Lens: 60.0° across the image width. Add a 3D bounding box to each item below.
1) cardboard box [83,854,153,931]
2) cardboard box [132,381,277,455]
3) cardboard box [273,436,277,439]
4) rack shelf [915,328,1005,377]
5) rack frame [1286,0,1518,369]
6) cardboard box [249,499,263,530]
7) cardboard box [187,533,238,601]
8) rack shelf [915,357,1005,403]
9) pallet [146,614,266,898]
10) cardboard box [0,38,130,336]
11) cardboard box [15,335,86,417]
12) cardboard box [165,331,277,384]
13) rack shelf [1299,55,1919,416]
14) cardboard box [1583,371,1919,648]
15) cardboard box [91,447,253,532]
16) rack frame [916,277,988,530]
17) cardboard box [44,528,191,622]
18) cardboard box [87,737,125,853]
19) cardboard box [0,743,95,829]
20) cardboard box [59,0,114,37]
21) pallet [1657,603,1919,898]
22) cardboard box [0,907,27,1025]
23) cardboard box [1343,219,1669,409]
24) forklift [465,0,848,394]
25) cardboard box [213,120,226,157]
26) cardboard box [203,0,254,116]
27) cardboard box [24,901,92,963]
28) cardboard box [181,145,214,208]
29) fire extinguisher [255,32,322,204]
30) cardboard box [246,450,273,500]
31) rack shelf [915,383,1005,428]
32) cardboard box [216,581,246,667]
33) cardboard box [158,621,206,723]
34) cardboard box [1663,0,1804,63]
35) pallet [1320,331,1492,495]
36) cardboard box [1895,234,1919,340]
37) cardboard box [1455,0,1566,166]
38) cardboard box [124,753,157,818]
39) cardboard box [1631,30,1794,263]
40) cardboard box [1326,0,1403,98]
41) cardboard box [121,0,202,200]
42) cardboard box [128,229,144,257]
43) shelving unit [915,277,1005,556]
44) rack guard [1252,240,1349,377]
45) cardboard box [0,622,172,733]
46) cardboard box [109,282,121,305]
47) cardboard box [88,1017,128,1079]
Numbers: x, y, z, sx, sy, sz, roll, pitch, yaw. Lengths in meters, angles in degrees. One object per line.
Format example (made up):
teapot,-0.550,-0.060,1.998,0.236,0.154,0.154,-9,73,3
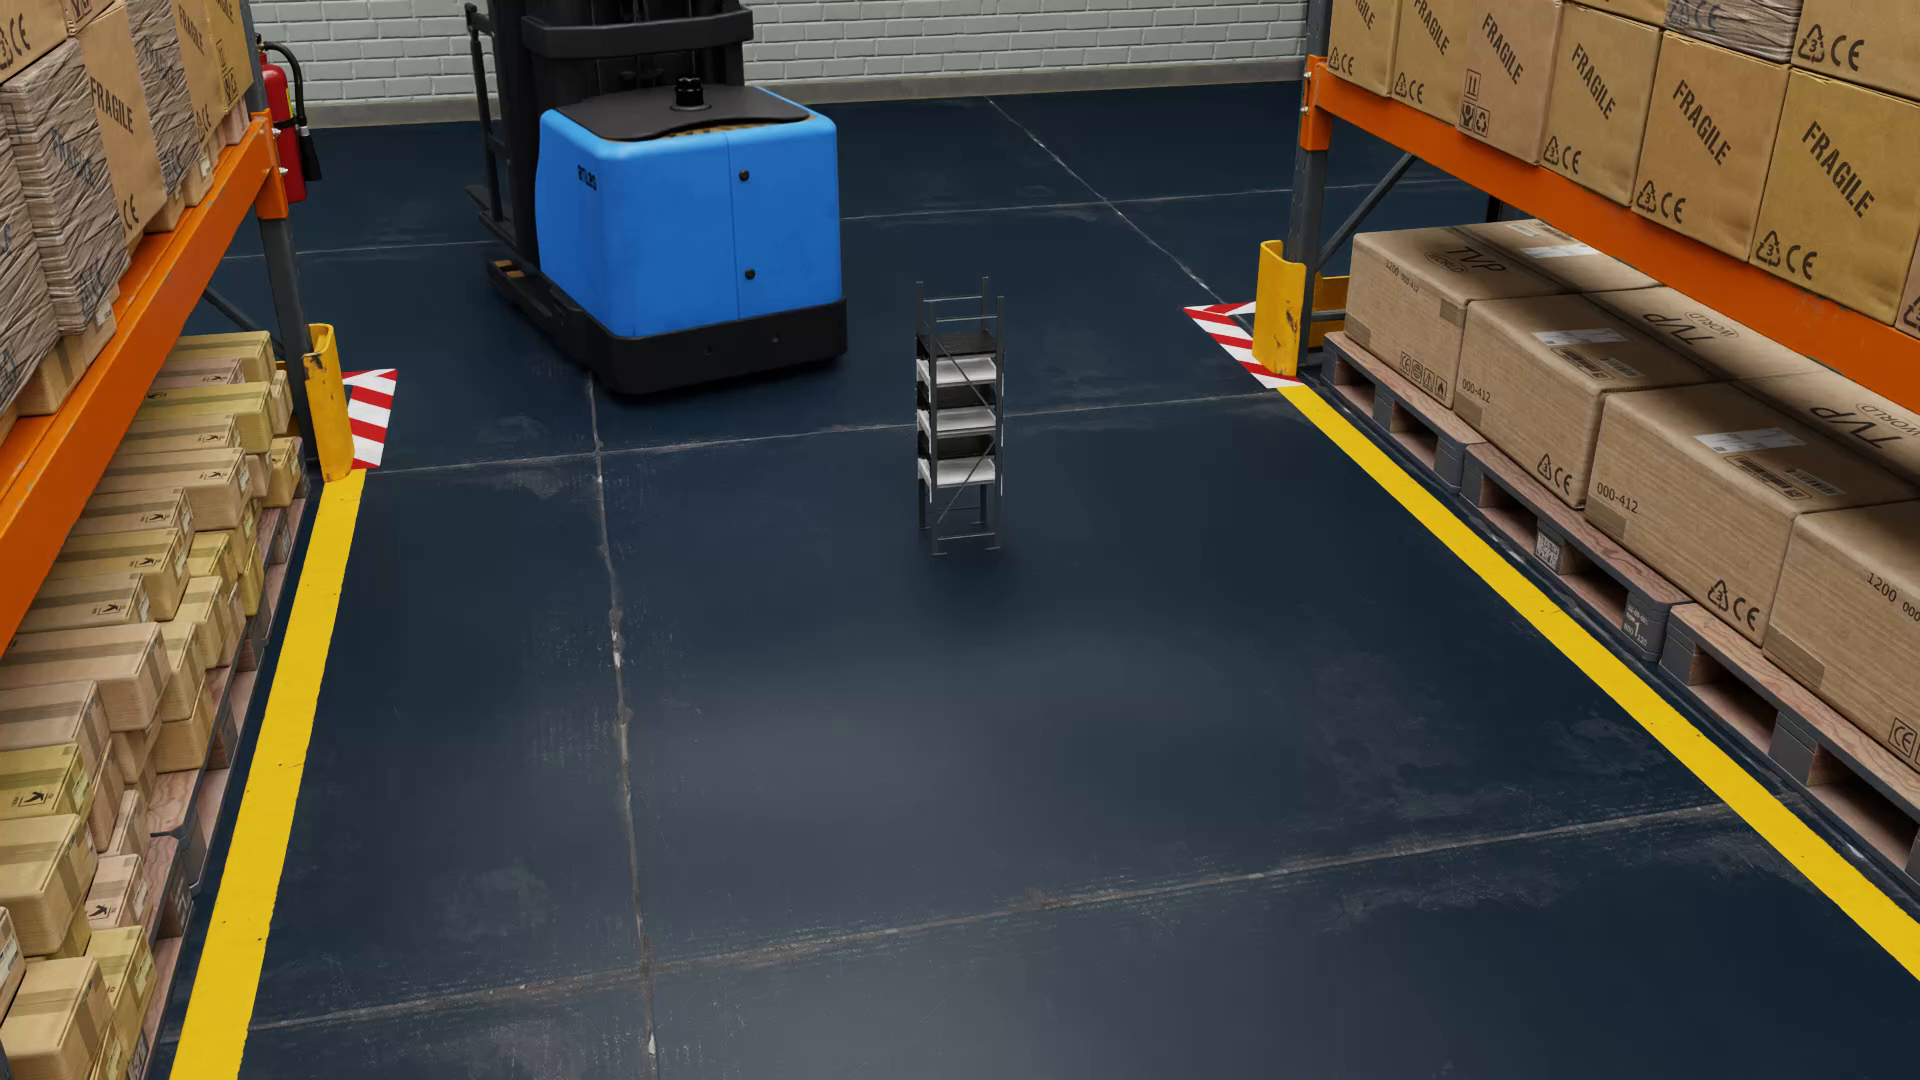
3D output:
cardboard box,-1.938,0.817,3.499,0.380,0.149,0.250,-6,27,-12
cardboard box,-2.355,-0.367,5.186,0.380,0.149,0.250,-7,28,-13
cardboard box,-2.582,-0.315,5.744,0.380,0.149,0.250,-5,27,-11
rack shelf,-0.002,-0.617,5.448,0.258,0.077,0.200,-6,27,-12
rack frame,1.896,-2.158,6.696,1.000,3.000,0.127,-6,27,-12
cardboard box,-2.450,-0.088,5.294,0.380,0.149,0.250,-6,27,-12
cardboard box,-2.219,0.113,4.565,0.380,0.149,0.250,-5,27,-9
rack shelf,-0.002,-0.536,5.488,0.258,0.077,0.200,-6,27,-12
pallet,-2.467,0.562,4.402,1.003,0.211,1.213,-6,27,-12
cardboard box,-2.066,-0.716,3.399,0.500,0.500,0.500,-7,28,-13
cardboard box,-2.038,-0.355,3.403,0.380,0.149,0.250,-5,27,-11
cardboard box,-2.538,-0.584,5.616,0.380,0.149,0.250,-6,27,-11
rack shelf,2.346,-0.958,5.118,1.077,0.370,4.000,-6,27,-12
cardboard box,2.558,-0.125,5.046,0.875,0.438,0.875,-7,28,-13
cardboard box,-2.244,-0.135,4.726,0.380,0.149,0.250,-5,27,-10
rack frame,-0.025,-0.450,5.643,0.240,0.900,0.006,-6,27,-12
cardboard box,-2.206,0.104,4.252,0.380,0.149,0.250,-6,27,-11
cardboard box,-2.065,0.582,3.635,0.380,0.149,0.250,-7,28,-14
cardboard box,-1.988,0.560,3.350,0.380,0.149,0.250,-6,27,-12
cardboard box,-2.196,-1.377,3.599,0.500,0.500,0.500,-7,28,-13
pallet,2.702,0.501,4.522,1.003,0.211,1.213,-6,27,-12
cardboard box,-1.879,0.793,2.888,0.380,0.149,0.250,-5,27,-9
cardboard box,2.142,-0.922,6.625,0.875,0.438,0.875,-7,28,-13
forklift,-1.657,-2.527,7.504,1.130,2.935,3.031,-14,30,-26
cardboard box,-2.536,-1.271,5.218,0.380,0.149,0.250,-6,27,-12
cardboard box,-2.552,-1.617,5.183,0.500,0.500,0.500,-5,27,-11
cardboard box,-1.917,0.804,3.195,0.380,0.149,0.250,-6,27,-11
cardboard box,-2.384,-1.053,4.786,0.380,0.149,0.250,-5,27,-10
fire extinguisher,-2.511,-1.567,6.025,0.296,0.674,0.183,-6,27,-12
cardboard box,-2.388,-0.228,5.240,0.380,0.149,0.250,-7,28,-14
rack shelf,-0.002,-0.456,5.529,0.258,0.077,0.200,-6,27,-12
cardboard box,-2.221,0.247,4.630,0.380,0.149,0.250,-5,27,-11
cardboard box,-2.099,0.342,4.112,0.380,0.149,0.250,-6,27,-12
cardboard box,2.192,-1.518,4.208,0.500,0.500,0.500,-6,27,-11
pallet,2.152,-0.570,6.644,1.003,0.211,1.213,-6,27,-12
cardboard box,2.444,-0.624,3.546,0.500,0.500,0.500,-6,27,-11
cardboard box,1.962,-1.518,5.318,0.500,0.500,0.500,-6,27,-12
cardboard box,-2.139,0.597,3.937,0.380,0.149,0.250,-7,28,-14
cardboard box,2.195,-1.068,4.427,0.500,0.500,0.500,-6,27,-12
cardboard box,1.724,-1.962,6.198,0.500,0.500,0.500,-6,27,-12
cardboard box,-2.318,-1.169,4.295,0.500,0.500,0.500,-6,27,-11
cardboard box,-2.351,-0.810,4.304,0.380,0.149,0.250,-7,28,-14
shelving unit,-0.002,-0.405,5.554,0.258,0.900,0.210,-6,27,-12
rack guard,1.890,-1.052,7.280,1.175,0.500,0.348,-6,27,-12
cardboard box,-2.047,0.328,3.810,0.380,0.149,0.250,-5,27,-10
cardboard box,-2.198,-0.586,3.861,0.380,0.149,0.250,-5,27,-10
cardboard box,-1.772,1.038,3.062,0.380,0.149,0.250,-7,28,-14
